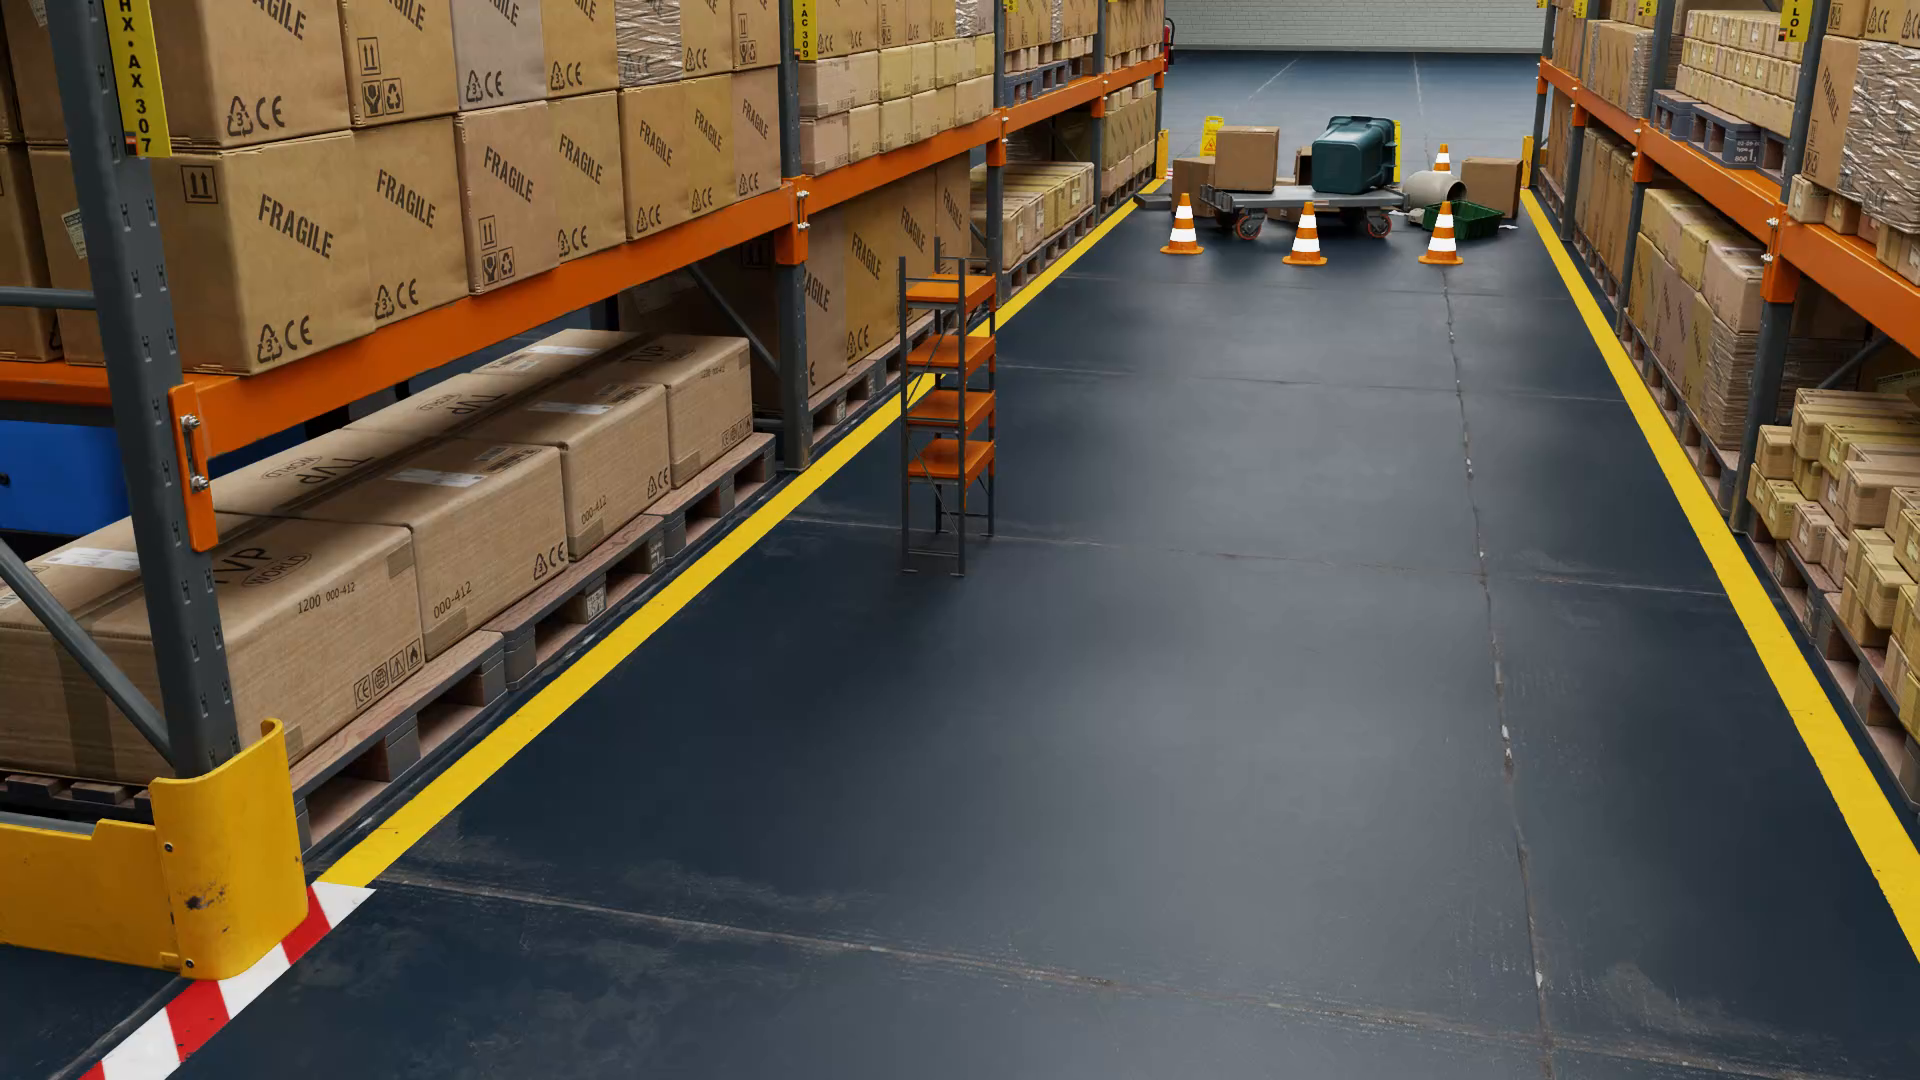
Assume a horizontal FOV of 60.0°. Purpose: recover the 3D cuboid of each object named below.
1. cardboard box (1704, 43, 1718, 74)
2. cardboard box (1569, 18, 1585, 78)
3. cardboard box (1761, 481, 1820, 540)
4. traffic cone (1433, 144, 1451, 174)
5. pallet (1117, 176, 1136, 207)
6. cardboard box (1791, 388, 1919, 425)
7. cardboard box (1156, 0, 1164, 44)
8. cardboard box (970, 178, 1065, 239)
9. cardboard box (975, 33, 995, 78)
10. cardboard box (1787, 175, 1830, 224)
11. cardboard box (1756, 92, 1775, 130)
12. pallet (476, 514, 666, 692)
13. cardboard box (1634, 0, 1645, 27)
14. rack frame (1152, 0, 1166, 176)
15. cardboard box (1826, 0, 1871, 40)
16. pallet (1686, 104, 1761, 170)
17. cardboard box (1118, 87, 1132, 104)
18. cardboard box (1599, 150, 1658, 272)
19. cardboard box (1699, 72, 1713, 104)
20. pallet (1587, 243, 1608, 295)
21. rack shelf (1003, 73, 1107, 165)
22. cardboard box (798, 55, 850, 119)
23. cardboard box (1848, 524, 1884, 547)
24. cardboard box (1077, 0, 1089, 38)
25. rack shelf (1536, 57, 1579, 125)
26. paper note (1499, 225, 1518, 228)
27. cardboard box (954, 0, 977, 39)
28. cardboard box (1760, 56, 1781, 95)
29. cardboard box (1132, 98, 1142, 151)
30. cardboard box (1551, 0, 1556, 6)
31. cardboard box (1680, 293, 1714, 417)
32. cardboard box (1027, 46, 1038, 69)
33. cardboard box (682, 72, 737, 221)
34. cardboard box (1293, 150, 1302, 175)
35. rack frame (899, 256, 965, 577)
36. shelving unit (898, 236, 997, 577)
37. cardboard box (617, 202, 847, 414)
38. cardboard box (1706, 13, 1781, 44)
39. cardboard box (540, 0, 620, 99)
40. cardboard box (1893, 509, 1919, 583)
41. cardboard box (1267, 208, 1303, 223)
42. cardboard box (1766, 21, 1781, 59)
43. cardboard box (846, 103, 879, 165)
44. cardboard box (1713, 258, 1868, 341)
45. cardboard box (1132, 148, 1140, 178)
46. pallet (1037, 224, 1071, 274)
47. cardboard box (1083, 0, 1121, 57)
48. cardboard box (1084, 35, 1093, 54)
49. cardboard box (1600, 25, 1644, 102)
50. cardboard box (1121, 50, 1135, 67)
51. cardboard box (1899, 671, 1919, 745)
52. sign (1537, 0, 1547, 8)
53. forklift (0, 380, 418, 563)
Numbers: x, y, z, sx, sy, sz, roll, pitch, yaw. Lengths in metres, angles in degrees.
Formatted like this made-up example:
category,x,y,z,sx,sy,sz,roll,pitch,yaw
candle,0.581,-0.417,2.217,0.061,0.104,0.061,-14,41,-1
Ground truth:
category,x,y,z,sx,sy,sz,roll,pitch,yaw
cardboard box,4.113,-2.509,8.670,0.380,0.149,0.250,5,19,14
cardboard box,5.782,-4.287,14.367,0.875,0.550,0.550,5,19,13
cardboard box,3.170,-0.096,6.088,0.380,0.149,0.250,5,20,15
traffic cone,5.061,-3.924,17.461,0.336,0.463,0.334,5,19,13
pallet,1.192,-3.562,16.790,1.003,0.211,1.213,5,19,13
cardboard box,3.351,-0.458,6.227,0.380,0.149,0.250,5,20,16
cardboard box,1.878,-5.535,17.636,0.500,0.500,0.500,4,19,12
cardboard box,0.300,-2.632,13.168,0.950,0.372,0.625,5,20,15
cardboard box,-0.083,-3.025,10.361,0.500,0.250,0.500,5,19,13
cardboard box,3.249,-1.236,6.055,0.380,0.149,0.250,5,20,15
cardboard box,3.728,-1.876,7.278,0.380,0.149,0.250,4,19,11
pallet,-1.746,0.158,5.899,1.003,0.211,1.213,5,19,13
cardboard box,5.103,-3.812,11.506,0.700,0.500,0.500,4,19,13
rack frame,1.743,-5.539,18.262,1.000,3.000,0.127,5,19,13
cardboard box,3.289,-1.957,5.615,0.500,0.500,0.500,5,20,15
pallet,4.169,-1.957,8.074,1.003,0.211,1.213,5,19,13
cardboard box,1.447,-4.288,16.042,0.380,0.149,0.250,6,20,17
cardboard box,5.060,-2.264,11.506,1.050,0.750,0.750,5,19,14
cardboard box,4.113,-2.374,8.736,0.380,0.149,0.250,6,20,16
pallet,5.179,-1.975,12.142,1.003,0.211,1.213,5,19,13
rack shelf,0.277,-3.318,12.873,1.077,0.370,4.000,5,19,13
cardboard box,-0.808,-2.059,7.533,0.500,0.250,0.500,4,19,12
cardboard box,3.079,0.014,5.306,0.380,0.149,0.250,6,20,16
cardboard box,0.756,-4.353,13.527,0.500,0.500,0.500,5,19,14
rack shelf,6.079,-4.212,15.491,1.077,0.370,4.000,5,19,13
paper note,4.877,-2.803,14.846,0.147,0.020,0.142,-9,21,-24
cardboard box,-0.201,-3.207,9.736,0.500,0.500,0.500,5,19,14
cardboard box,3.731,-2.025,7.255,0.380,0.149,0.250,4,19,12
cardboard box,1.546,-4.198,16.781,0.500,0.500,0.500,4,19,12
cardboard box,6.440,-5.648,16.680,0.875,0.550,0.550,5,19,13
cardboard box,3.698,-0.847,7.743,0.500,0.500,0.500,4,19,12
cardboard box,0.349,-3.451,11.889,0.380,0.149,0.250,5,19,14
cardboard box,-1.174,-1.497,6.276,0.500,0.500,0.500,4,19,12
cardboard box,3.769,-3.607,16.469,0.797,0.503,0.637,-9,21,-24
rack frame,-0.100,-0.439,6.118,0.240,1.200,0.015,5,19,13
shelving unit,-0.040,-0.516,6.342,0.258,1.200,0.503,5,19,13
cardboard box,-1.115,-1.171,8.113,0.875,0.875,0.875,5,20,15
cardboard box,4.120,-2.660,8.652,0.380,0.149,0.250,4,19,11
cardboard box,-1.414,-1.653,5.185,0.500,0.500,0.500,5,19,14
cardboard box,2.944,0.030,4.799,0.380,0.149,0.250,5,19,14
cardboard box,3.046,-3.077,15.285,0.258,0.266,0.396,-9,21,-24
cardboard box,3.739,-2.168,7.213,0.380,0.149,0.250,5,19,13
cardboard box,-0.700,-1.986,8.093,0.500,0.250,0.500,4,19,12
cardboard box,3.573,-1.042,7.156,0.500,0.250,0.500,4,19,12
cardboard box,1.550,-3.835,16.880,0.500,0.250,0.500,4,19,11
pallet,0.281,-2.338,13.205,1.003,0.211,1.213,5,19,13
cardboard box,1.144,-4.589,14.867,0.500,0.500,0.500,5,19,13
cardboard box,0.908,-4.182,14.028,0.380,0.149,0.250,5,19,14
cardboard box,4.830,-3.355,11.716,0.500,0.500,0.500,5,19,14
cardboard box,1.476,-4.640,16.019,0.380,0.149,0.250,5,19,14
cardboard box,2.747,0.477,4.412,0.380,0.149,0.250,4,19,11
sign,6.031,-5.672,17.192,0.100,0.325,0.005,5,19,13
forklift,-2.996,-1.602,6.845,1.130,2.935,3.031,5,19,14
